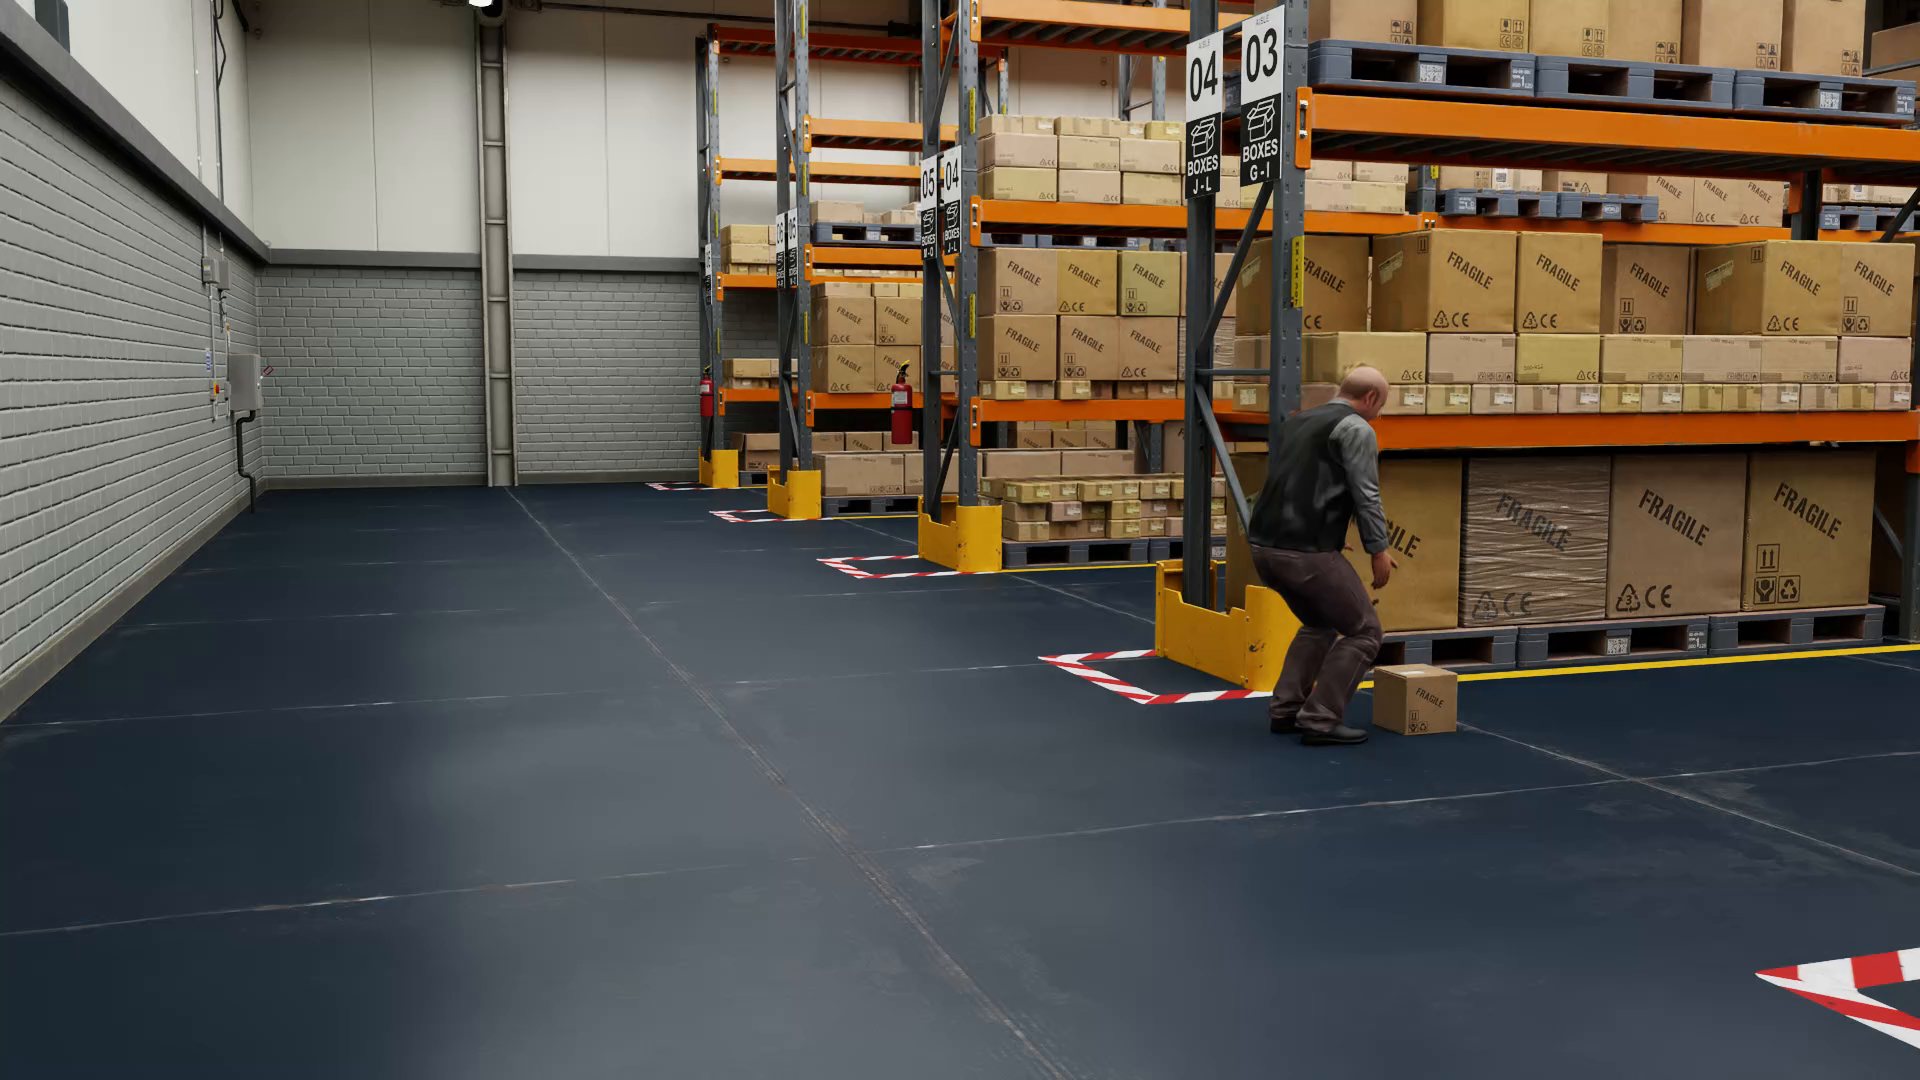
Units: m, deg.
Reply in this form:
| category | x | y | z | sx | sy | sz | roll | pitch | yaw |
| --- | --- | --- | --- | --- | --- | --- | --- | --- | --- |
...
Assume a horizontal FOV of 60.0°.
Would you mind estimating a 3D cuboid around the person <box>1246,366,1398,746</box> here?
| category | x | y | z | sx | sy | sz | roll | pitch | yaw |
| --- | --- | --- | --- | --- | --- | --- | --- | --- | --- |
| person | 1.488 | 0.054 | 6.884 | 0.602 | 1.538 | 0.586 | -2 | 6 | -18 |
